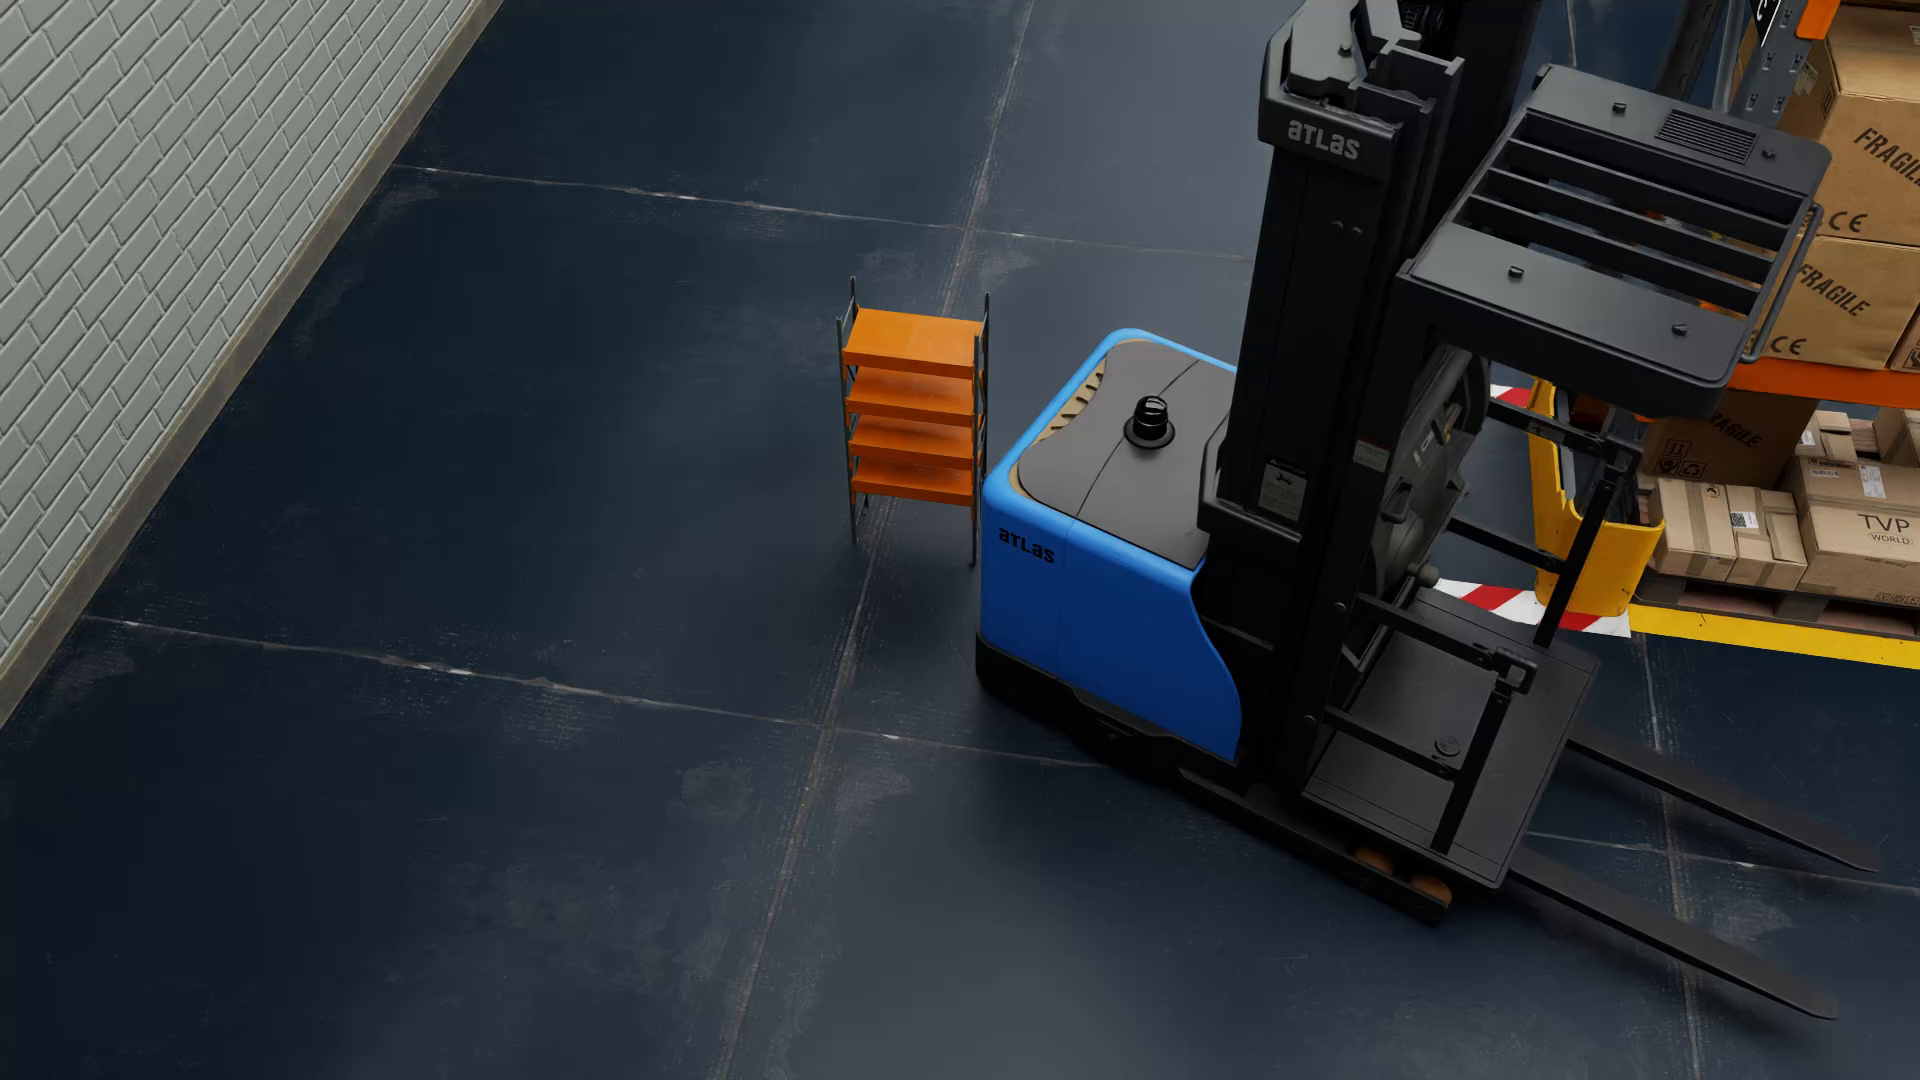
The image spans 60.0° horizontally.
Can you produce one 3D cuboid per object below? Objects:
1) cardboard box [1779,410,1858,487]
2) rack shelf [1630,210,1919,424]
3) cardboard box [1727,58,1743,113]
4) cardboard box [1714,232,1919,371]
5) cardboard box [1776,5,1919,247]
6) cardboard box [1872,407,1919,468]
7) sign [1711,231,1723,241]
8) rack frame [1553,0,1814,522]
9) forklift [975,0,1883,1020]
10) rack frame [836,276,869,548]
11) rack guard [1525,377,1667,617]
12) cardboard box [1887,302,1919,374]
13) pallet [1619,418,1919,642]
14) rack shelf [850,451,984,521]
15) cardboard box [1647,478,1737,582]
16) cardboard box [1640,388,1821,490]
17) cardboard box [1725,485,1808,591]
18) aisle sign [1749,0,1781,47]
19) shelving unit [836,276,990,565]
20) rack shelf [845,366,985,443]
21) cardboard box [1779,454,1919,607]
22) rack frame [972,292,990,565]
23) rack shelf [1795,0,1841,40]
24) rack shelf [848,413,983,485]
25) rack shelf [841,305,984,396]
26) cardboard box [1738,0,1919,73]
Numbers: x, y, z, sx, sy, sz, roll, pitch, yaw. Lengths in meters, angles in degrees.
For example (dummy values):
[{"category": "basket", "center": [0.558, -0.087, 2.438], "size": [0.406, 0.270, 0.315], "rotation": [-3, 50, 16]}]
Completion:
[{"category": "cardboard box", "center": [3.408, -0.344, 6.624], "size": [0.250, 0.166, 0.380], "rotation": [8, 49, 7]}, {"category": "rack shelf", "center": [4.415, -0.650, 5.773], "size": [4.000, 0.370, 1.077], "rotation": [8, 49, 7]}, {"category": "cardboard box", "center": [2.936, -1.329, 5.832], "size": [0.500, 0.500, 0.500], "rotation": [9, 49, 8]}, {"category": "cardboard box", "center": [2.837, -0.937, 5.480], "size": [0.500, 0.500, 0.500], "rotation": [9, 49, 8]}, {"category": "cardboard box", "center": [2.837, -1.271, 5.108], "size": [0.500, 0.500, 0.500], "rotation": [9, 49, 8]}, {"category": "cardboard box", "center": [3.955, -0.344, 6.567], "size": [0.500, 0.250, 0.500], "rotation": [8, 49, 7]}, {"category": "sign", "center": [2.351, -1.047, 5.065], "size": [0.005, 0.325, 0.100], "rotation": [8, 49, 7]}, {"category": "rack frame", "center": [2.447, -1.155, 5.743], "size": [0.127, 3.000, 1.000], "rotation": [8, 49, 7]}, {"category": "forklift", "center": [1.580, -0.164, 4.899], "size": [3.031, 2.935, 1.130], "rotation": [25, 53, 21]}, {"category": "rack frame", "center": [-0.403, -0.455, 6.324], "size": [0.015, 1.200, 0.240], "rotation": [8, 49, 7]}, {"category": "rack guard", "center": [2.522, -0.310, 6.664], "size": [0.348, 0.500, 1.175], "rotation": [8, 49, 7]}, {"category": "cardboard box", "center": [3.345, -0.873, 5.422], "size": [0.500, 0.500, 0.500], "rotation": [7, 48, 6]}, {"category": "pallet", "center": [3.306, -0.108, 6.678], "size": [1.213, 0.211, 1.003], "rotation": [8, 49, 7]}, {"category": "rack shelf", "center": [-0.163, -0.245, 6.493], "size": [0.480, 0.148, 0.258], "rotation": [8, 49, 7]}, {"category": "cardboard box", "center": [2.798, -0.043, 6.364], "size": [0.250, 0.149, 0.380], "rotation": [8, 49, 7]}, {"category": "cardboard box", "center": [3.026, -0.575, 6.607], "size": [0.500, 0.500, 0.500], "rotation": [8, 49, 7]}, {"category": "cardboard box", "center": [3.044, -0.015, 6.328], "size": [0.250, 0.166, 0.380], "rotation": [8, 49, 7]}, {"category": "aisle sign", "center": [2.327, -1.818, 4.591], "size": [0.004, 0.787, 0.394], "rotation": [8, 49, 7]}, {"category": "shelving unit", "center": [-0.163, -0.423, 6.295], "size": [0.503, 1.200, 0.258], "rotation": [8, 49, 7]}, {"category": "rack shelf", "center": [-0.163, -0.527, 6.179], "size": [0.480, 0.148, 0.258], "rotation": [8, 49, 7]}, {"category": "cardboard box", "center": [3.424, -0.038, 6.292], "size": [0.500, 0.250, 0.500], "rotation": [8, 49, 7]}, {"category": "rack frame", "center": [0.077, -0.391, 6.266], "size": [0.015, 1.200, 0.240], "rotation": [8, 49, 7]}, {"category": "rack shelf", "center": [4.415, -1.653, 4.658], "size": [4.000, 0.370, 1.077], "rotation": [8, 49, 7]}, {"category": "rack shelf", "center": [-0.163, -0.378, 6.345], "size": [0.480, 0.148, 0.258], "rotation": [8, 49, 7]}, {"category": "rack shelf", "center": [-0.163, -0.686, 6.003], "size": [0.480, 0.148, 0.258], "rotation": [8, 49, 7]}, {"category": "cardboard box", "center": [2.934, -1.665, 5.462], "size": [0.500, 0.500, 0.500], "rotation": [7, 48, 6]}]
